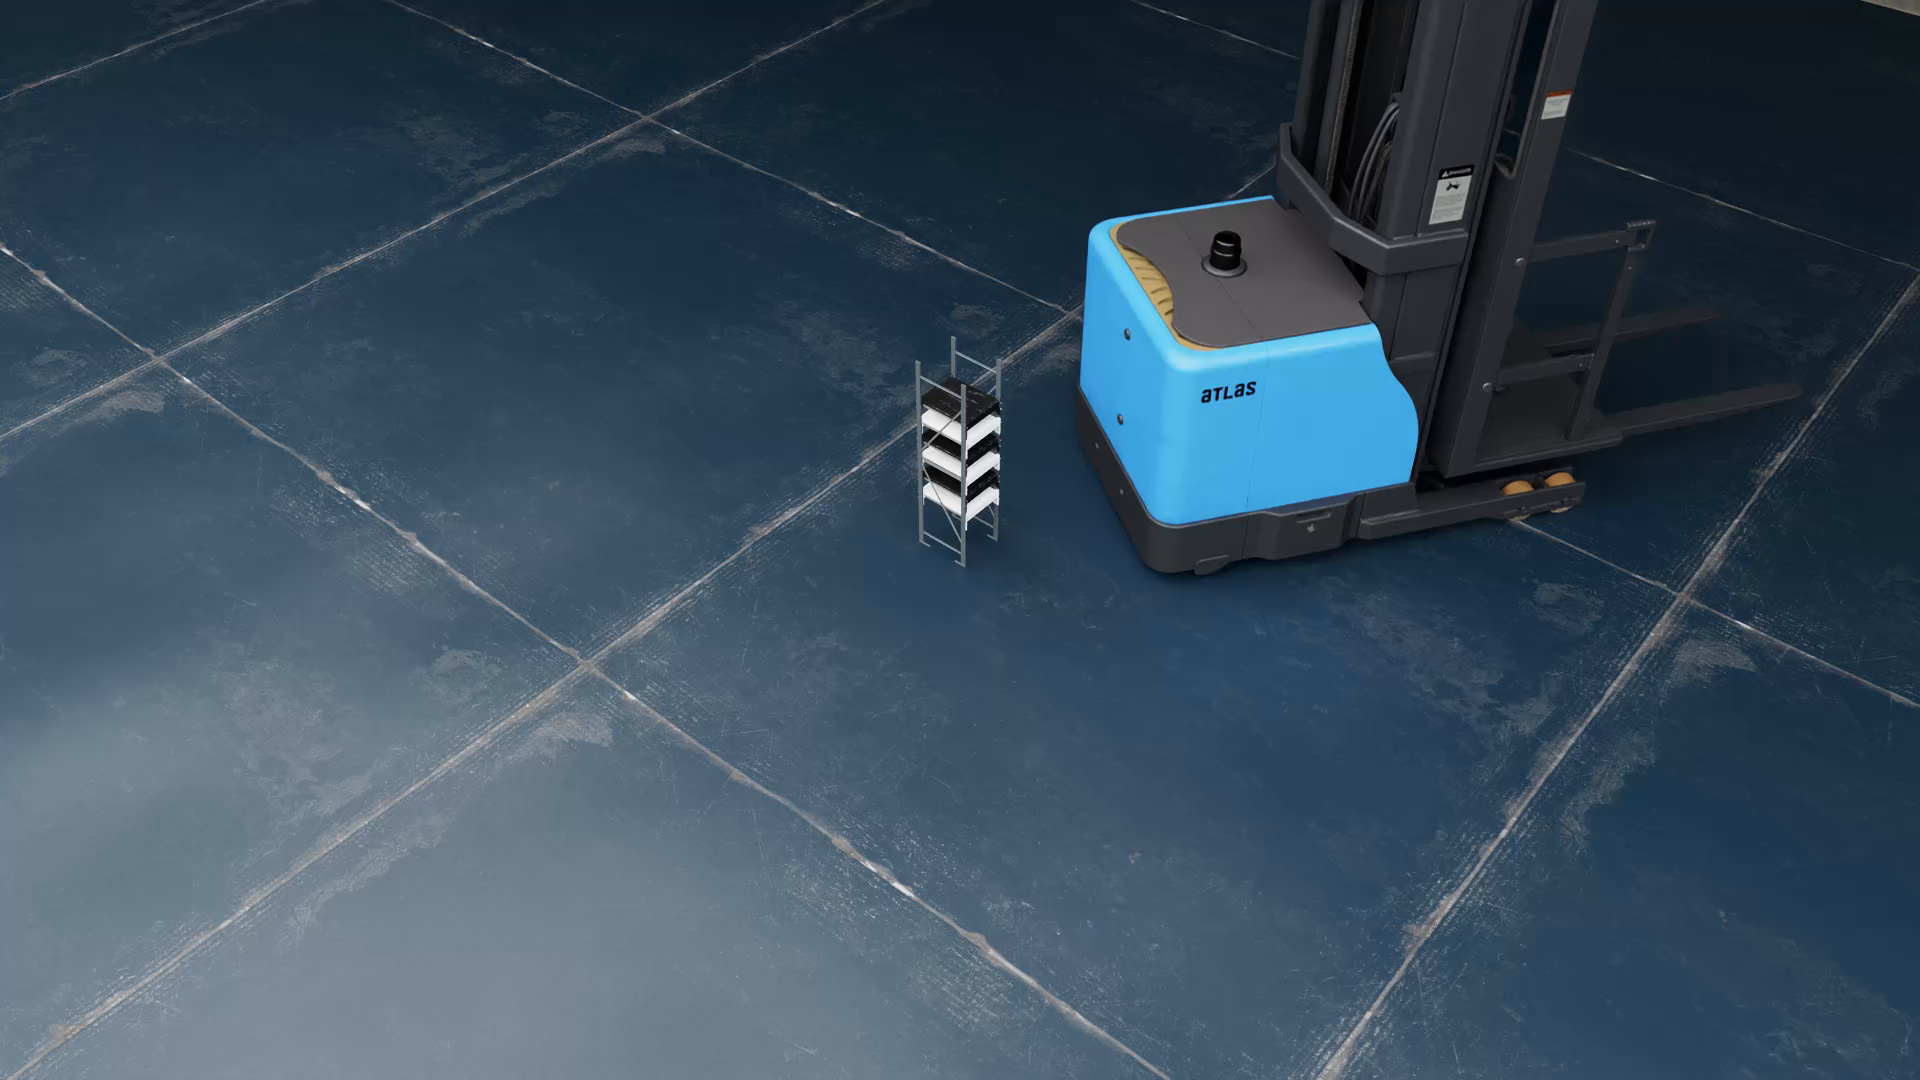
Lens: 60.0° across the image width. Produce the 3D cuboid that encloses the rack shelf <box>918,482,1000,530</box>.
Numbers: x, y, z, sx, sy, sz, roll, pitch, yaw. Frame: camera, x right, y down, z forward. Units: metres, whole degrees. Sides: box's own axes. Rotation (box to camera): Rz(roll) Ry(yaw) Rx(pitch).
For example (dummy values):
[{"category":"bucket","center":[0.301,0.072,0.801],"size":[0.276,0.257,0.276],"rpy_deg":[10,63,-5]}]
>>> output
[{"category":"rack shelf","center":[-0.005,-0.171,6.586],"size":[0.258,0.077,0.200],"rpy_deg":[29,50,28]}]

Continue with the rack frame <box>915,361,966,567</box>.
[{"category":"rack frame","center":[-0.071,-0.276,6.385],"size":[0.240,0.900,0.006],"rpy_deg":[29,50,28]}]

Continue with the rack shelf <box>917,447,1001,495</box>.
[{"category":"rack shelf","center":[-0.005,-0.304,6.465],"size":[0.258,0.077,0.200],"rpy_deg":[29,50,28]}]

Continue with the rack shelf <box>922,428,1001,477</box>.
[{"category":"rack shelf","center":[-0.005,-0.371,6.405],"size":[0.258,0.077,0.200],"rpy_deg":[29,50,28]}]

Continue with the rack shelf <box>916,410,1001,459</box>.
[{"category":"rack shelf","center":[-0.005,-0.437,6.344],"size":[0.258,0.077,0.200],"rpy_deg":[29,50,28]}]

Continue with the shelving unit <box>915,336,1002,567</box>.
[{"category":"shelving unit","center":[-0.005,-0.329,6.443],"size":[0.258,0.900,0.210],"rpy_deg":[29,50,28]}]

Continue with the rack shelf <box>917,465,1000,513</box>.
[{"category":"rack shelf","center":[-0.005,-0.238,6.526],"size":[0.258,0.077,0.200],"rpy_deg":[29,50,28]}]

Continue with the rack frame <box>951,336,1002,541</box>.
[{"category":"rack frame","center":[0.060,-0.381,6.500],"size":[0.240,0.900,0.006],"rpy_deg":[29,50,28]}]

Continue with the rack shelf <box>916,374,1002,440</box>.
[{"category":"rack shelf","center":[-0.005,-0.504,6.283],"size":[0.258,0.077,0.200],"rpy_deg":[29,50,28]}]

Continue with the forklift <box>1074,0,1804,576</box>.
[{"category":"forklift","center":[2.067,-1.496,6.217],"size":[3.031,2.935,1.130],"rpy_deg":[-11,43,-11]}]
